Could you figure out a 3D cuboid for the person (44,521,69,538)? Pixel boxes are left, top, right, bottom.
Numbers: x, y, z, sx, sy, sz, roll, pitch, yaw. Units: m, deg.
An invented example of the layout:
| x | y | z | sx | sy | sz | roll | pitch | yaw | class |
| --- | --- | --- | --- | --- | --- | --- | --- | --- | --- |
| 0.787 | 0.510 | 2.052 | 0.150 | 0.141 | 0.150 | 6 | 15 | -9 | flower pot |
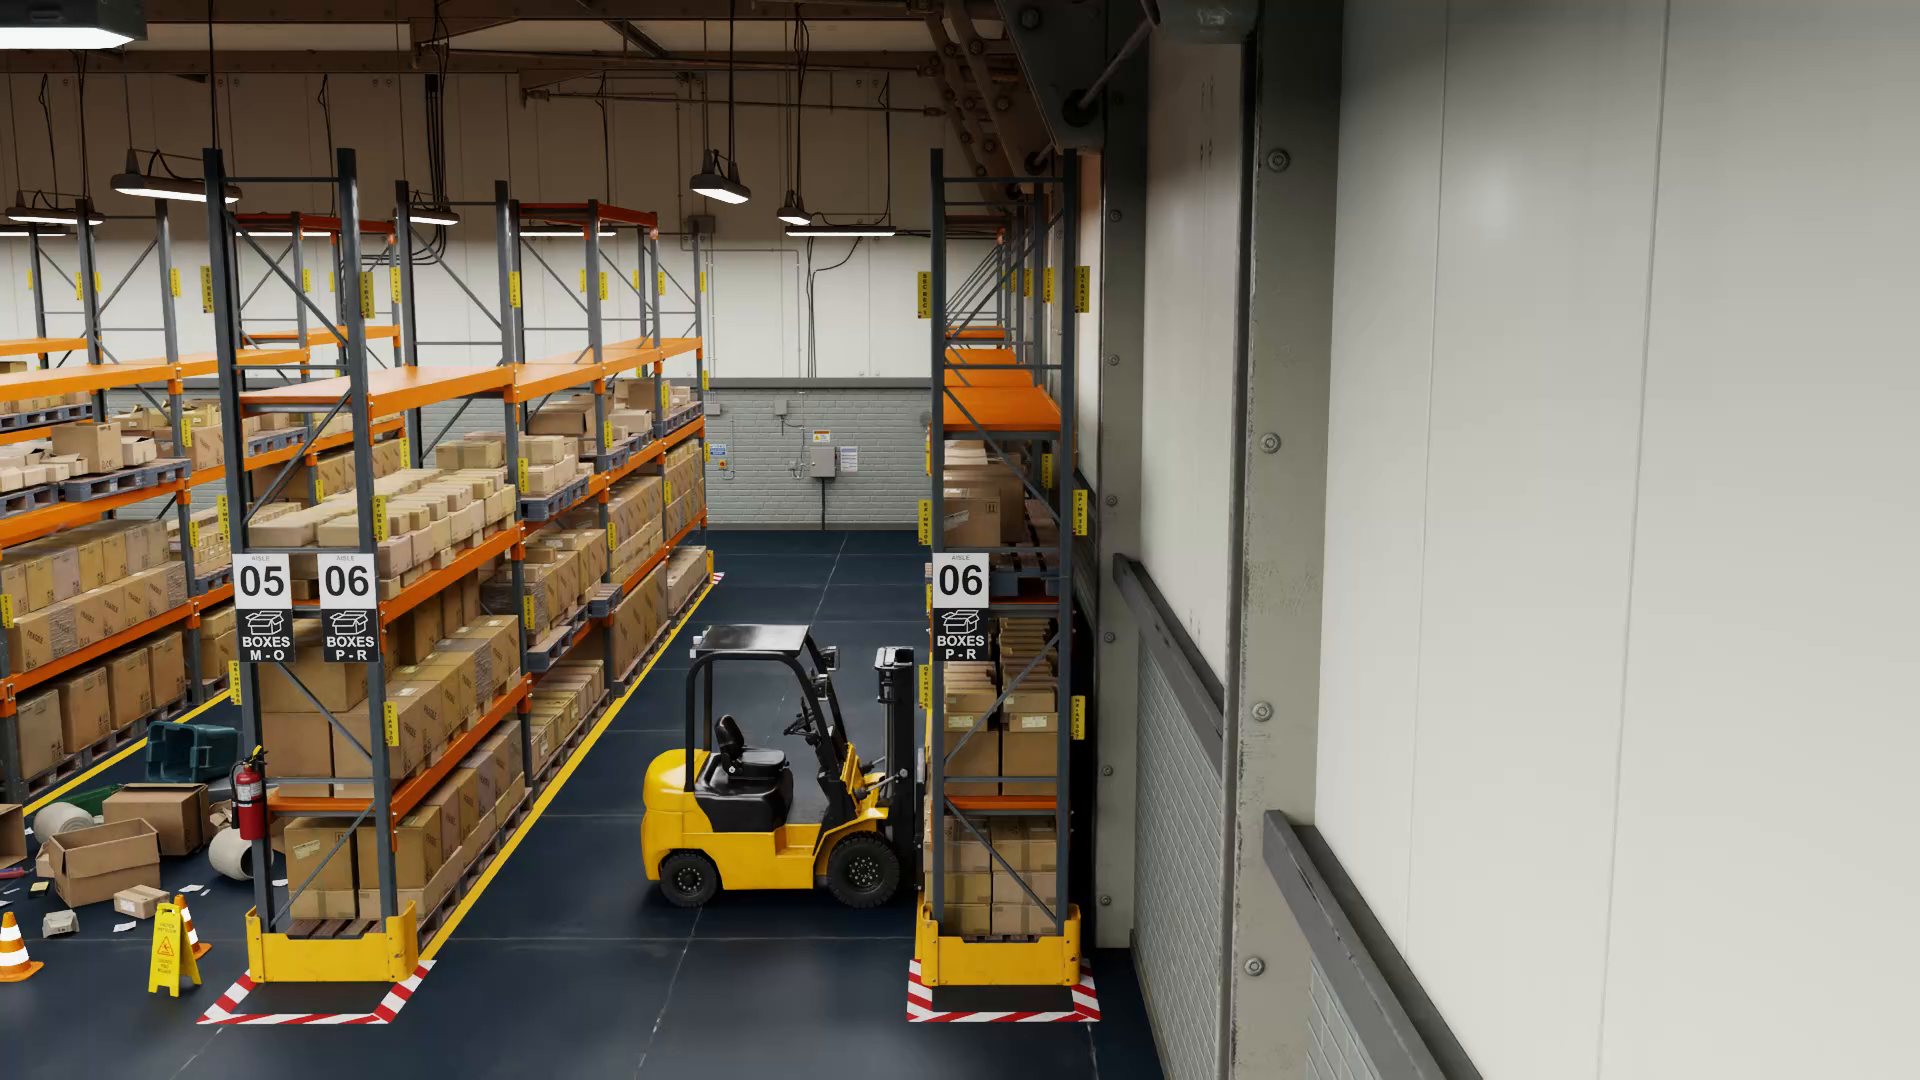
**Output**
| x | y | z | sx | sy | sz | roll | pitch | yaw | class |
| --- | --- | --- | --- | --- | --- | --- | --- | --- | --- |
| -12.772 | 0.504 | 23.720 | 0.714 | 1.743 | 1.028 | -1 | 9 | -6 | person |
